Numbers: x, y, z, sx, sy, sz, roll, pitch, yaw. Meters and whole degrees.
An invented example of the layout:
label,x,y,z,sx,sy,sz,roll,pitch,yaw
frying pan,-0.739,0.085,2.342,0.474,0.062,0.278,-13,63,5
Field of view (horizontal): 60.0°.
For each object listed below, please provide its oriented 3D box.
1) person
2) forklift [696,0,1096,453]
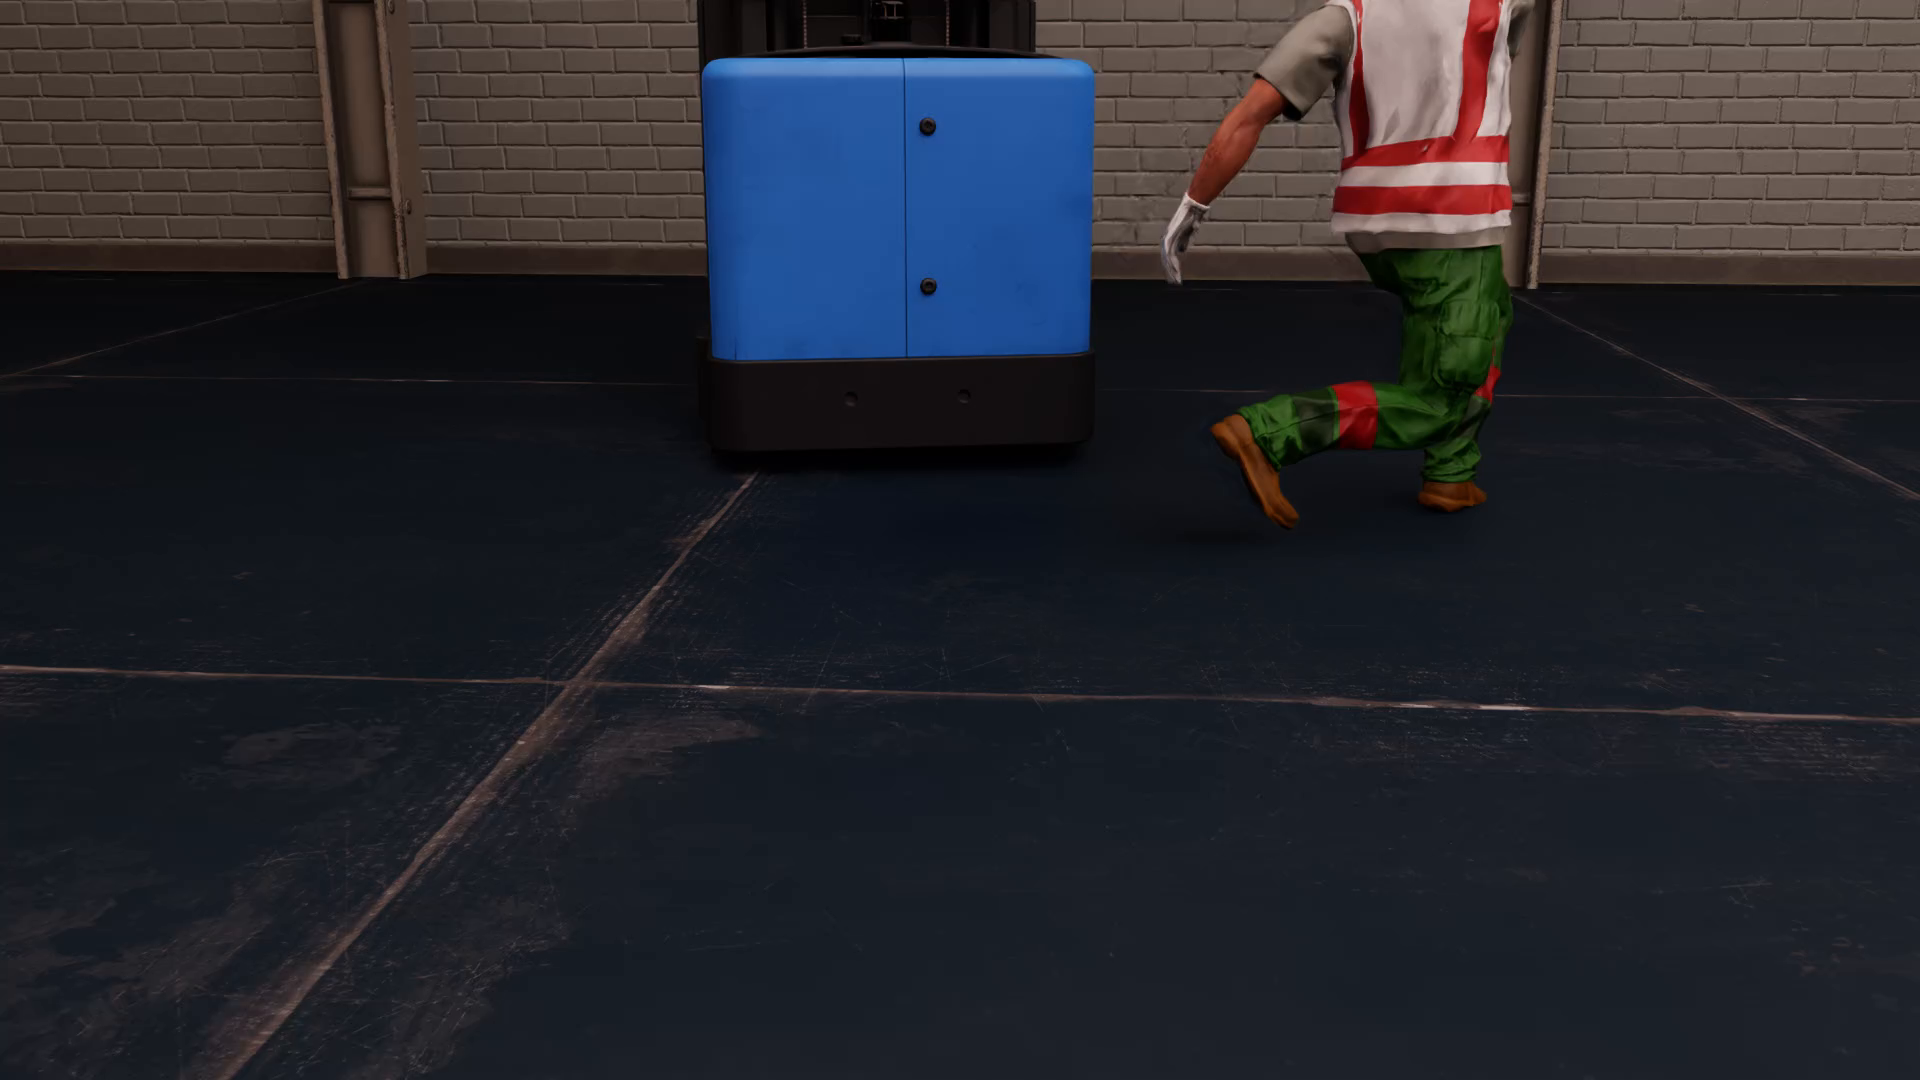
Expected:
label,x,y,z,sx,sy,sz,roll,pitch,yaw
person,0.933,-0.778,3.861,0.949,1.547,0.686,-14,21,-43
forklift,-0.330,-1.986,5.531,1.130,2.935,3.031,-2,15,-7
